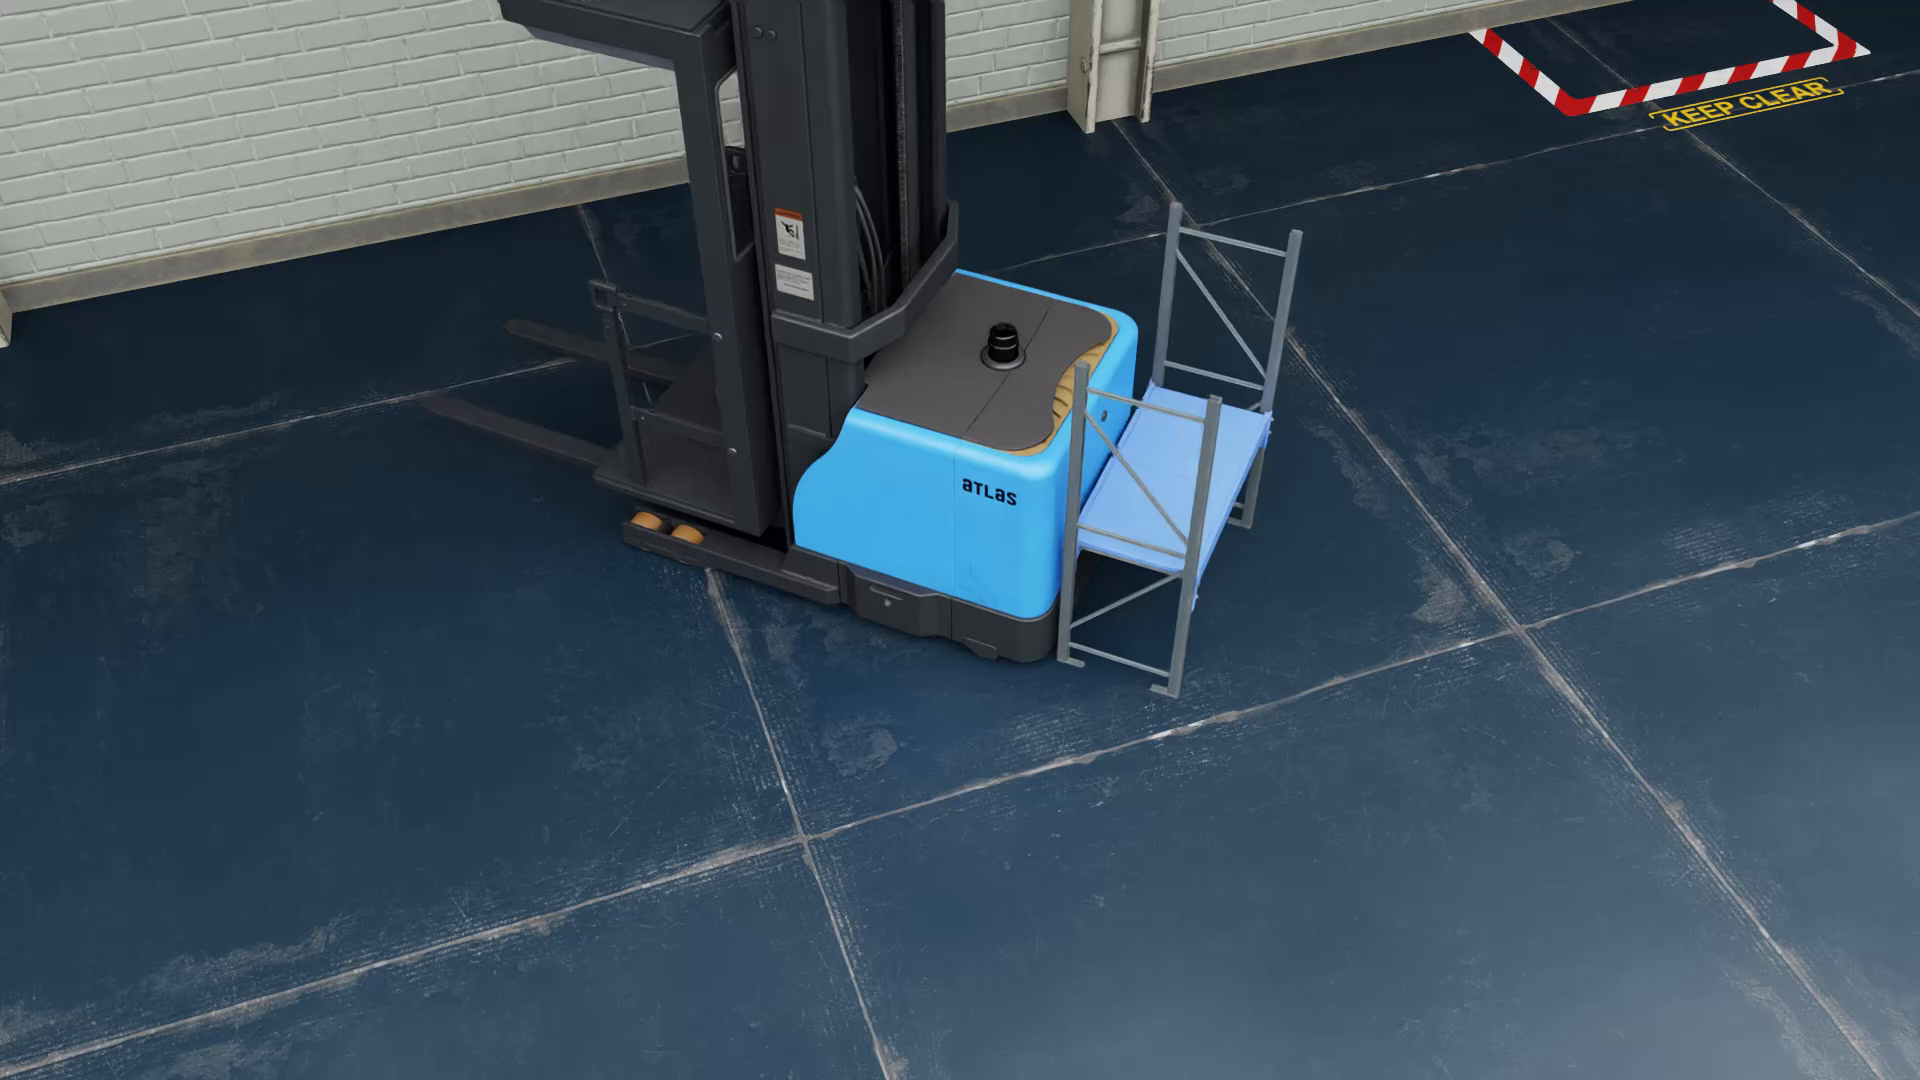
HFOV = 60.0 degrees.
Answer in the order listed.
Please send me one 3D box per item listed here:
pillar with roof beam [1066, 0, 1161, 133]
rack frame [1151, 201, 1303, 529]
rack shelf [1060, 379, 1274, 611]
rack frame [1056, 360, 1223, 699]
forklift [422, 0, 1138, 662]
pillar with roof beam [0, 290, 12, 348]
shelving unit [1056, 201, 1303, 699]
[{"bbox_3d":[2.301,-2.740,3.437,0.400,9.000,9.100,-14,47,-14],"label":"pillar with roof beam"},{"bbox_3d":[1.016,-0.655,6.653,0.500,1.500,0.032,17,47,16],"label":"rack frame"},{"bbox_3d":[0.817,-0.197,6.450,0.538,0.185,1.000,17,47,16],"label":"rack shelf"},{"bbox_3d":[0.618,0.008,5.993,0.500,1.500,0.032,17,47,16],"label":"rack frame"},{"bbox_3d":[-0.860,-1.257,6.242,3.031,2.935,1.130,17,48,17],"label":"forklift"},{"bbox_3d":[-3.343,-1.297,1.999,0.400,9.000,9.100,-14,47,-14],"label":"pillar with roof beam"},{"bbox_3d":[0.817,-0.324,6.323,0.538,1.500,1.048,17,47,16],"label":"shelving unit"}]
